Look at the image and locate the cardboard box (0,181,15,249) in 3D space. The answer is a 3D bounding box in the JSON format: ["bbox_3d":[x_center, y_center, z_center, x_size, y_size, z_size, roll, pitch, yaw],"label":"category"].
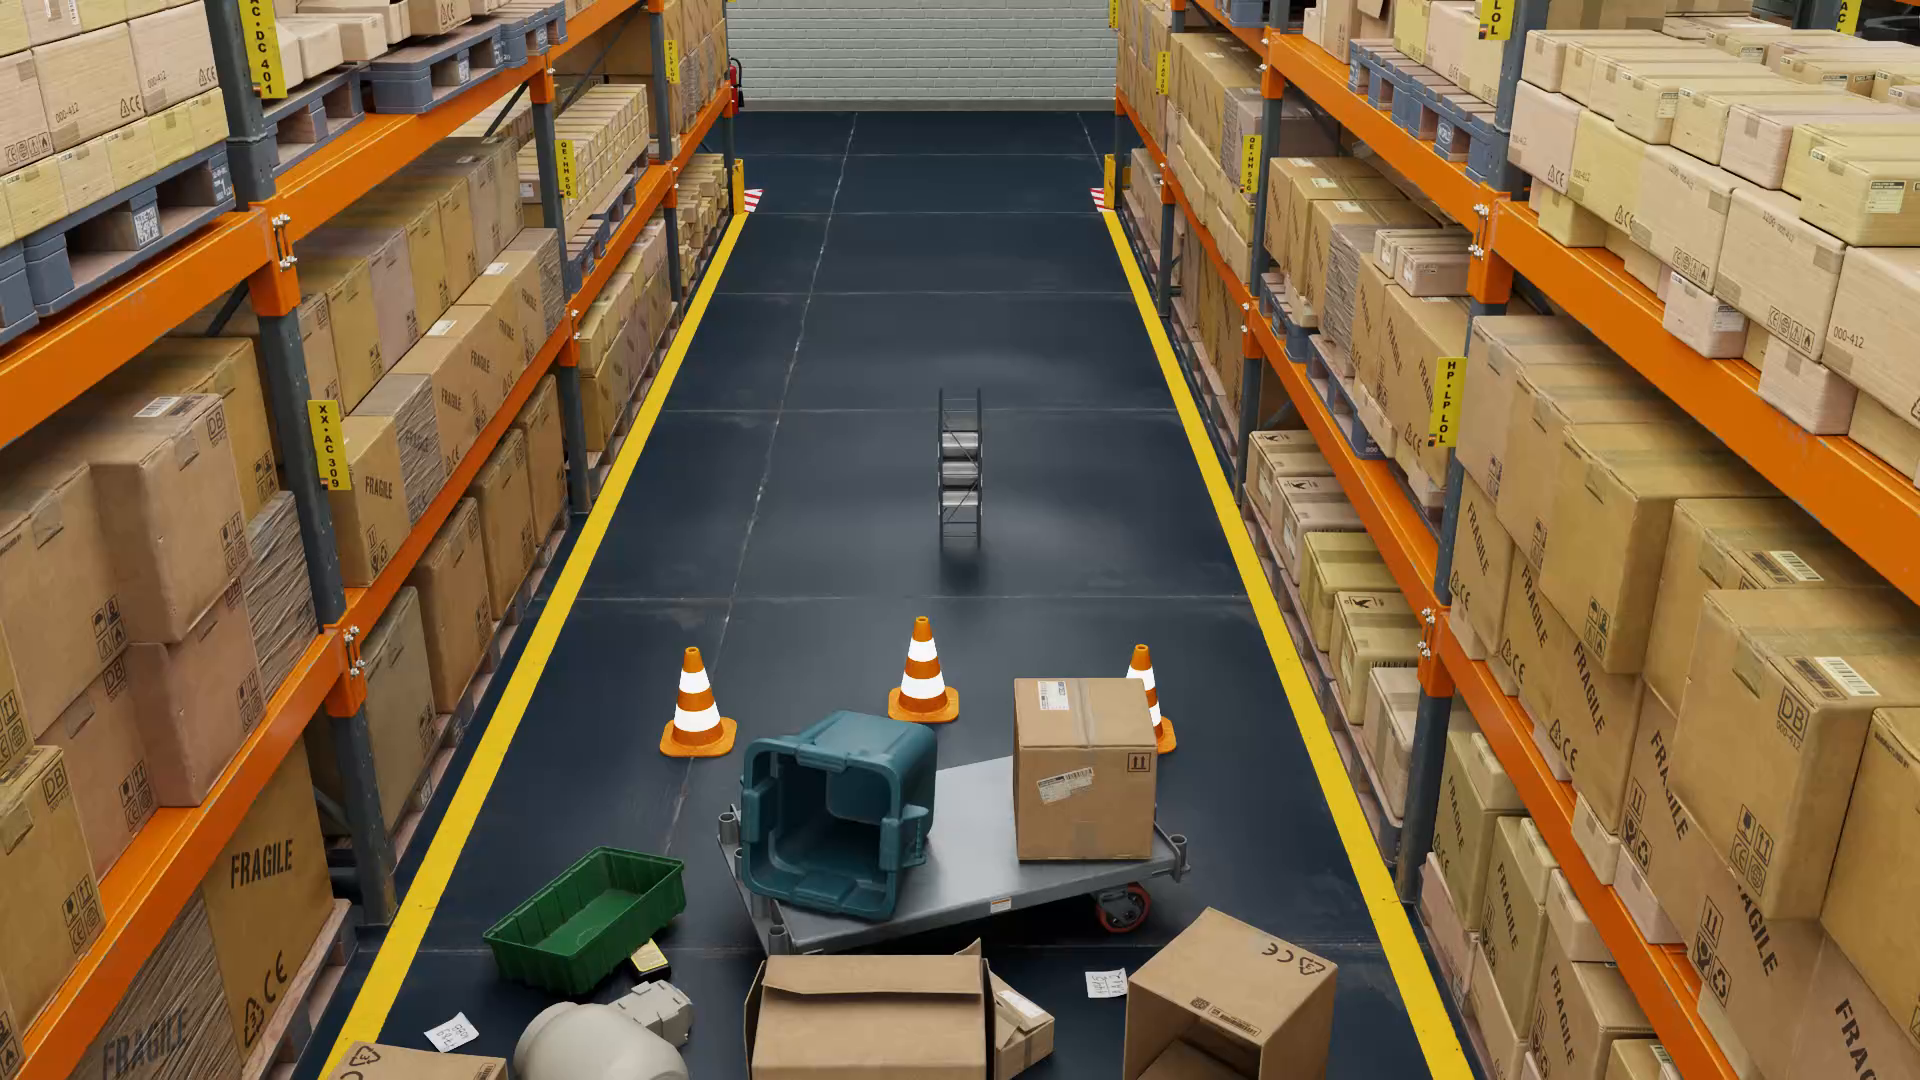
[{"bbox_3d":[-2.368,-0.704,3.700,0.380,0.149,0.250,0,24,-1],"label":"cardboard box"}]

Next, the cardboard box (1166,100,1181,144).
[{"bbox_3d":[1.877,-3.225,12.817,0.500,0.250,0.500,-1,24,-2],"label":"cardboard box"}]

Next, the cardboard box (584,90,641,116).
[{"bbox_3d":[-2.591,-3.257,12.385,0.380,0.149,0.250,-1,24,-2],"label":"cardboard box"}]

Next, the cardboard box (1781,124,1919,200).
[{"bbox_3d":[2.018,-0.796,3.567,0.380,0.149,0.250,0,24,0],"label":"cardboard box"}]

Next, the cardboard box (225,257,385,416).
[{"bbox_3d":[-2.726,-0.806,6.557,0.700,0.500,0.500,-1,24,-1],"label":"cardboard box"}]

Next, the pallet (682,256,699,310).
[{"bbox_3d":[-2.837,-2.191,14.337,1.003,0.211,1.213,0,24,-1],"label":"pallet"}]

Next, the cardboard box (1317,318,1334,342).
[{"bbox_3d":[2.005,-1.100,8.338,0.380,0.149,0.250,1,24,3],"label":"cardboard box"}]

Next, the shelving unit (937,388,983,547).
[{"bbox_3d":[0.000,-0.413,9.572,0.258,0.900,0.210,0,24,-1],"label":"shelving unit"}]

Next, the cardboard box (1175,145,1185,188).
[{"bbox_3d":[1.902,-2.784,12.448,0.500,0.250,0.500,-1,24,-2],"label":"cardboard box"}]

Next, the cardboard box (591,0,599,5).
[{"bbox_3d":[-2.514,-3.597,10.302,0.500,0.500,0.500,0,24,-1],"label":"cardboard box"}]

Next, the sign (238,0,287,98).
[{"bbox_3d":[-2.152,-1.529,5.128,0.100,0.325,0.005,0,24,-1],"label":"sign"}]

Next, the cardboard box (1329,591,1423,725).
[{"bbox_3d":[2.222,0.542,7.591,0.950,0.372,0.625,1,24,3],"label":"cardboard box"}]

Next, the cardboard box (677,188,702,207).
[{"bbox_3d":[-2.582,-3.135,15.269,0.380,0.149,0.250,0,24,0],"label":"cardboard box"}]

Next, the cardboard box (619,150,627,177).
[{"bbox_3d":[-2.577,-2.671,11.811,0.380,0.149,0.250,-1,24,-3],"label":"cardboard box"}]

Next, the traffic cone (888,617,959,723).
[{"bbox_3d":[-0.175,0.584,7.897,0.336,0.463,0.334,0,24,-1],"label":"traffic cone"}]

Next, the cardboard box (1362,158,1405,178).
[{"bbox_3d":[2.481,-1.787,9.068,0.500,0.500,0.500,-1,24,-2],"label":"cardboard box"}]

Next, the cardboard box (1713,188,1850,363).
[{"bbox_3d":[1.988,-0.576,3.565,0.500,0.250,0.500,0,24,0],"label":"cardboard box"}]

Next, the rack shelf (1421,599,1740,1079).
[{"bbox_3d":[2.263,1.200,4.330,1.077,0.370,4.000,0,24,-1],"label":"rack shelf"}]

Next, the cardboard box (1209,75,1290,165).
[{"bbox_3d":[1.918,-2.729,10.810,0.500,0.500,0.500,0,24,-1],"label":"cardboard box"}]

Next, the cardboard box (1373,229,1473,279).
[{"bbox_3d":[1.964,-1.206,6.997,0.380,0.149,0.250,-1,24,-3],"label":"cardboard box"}]

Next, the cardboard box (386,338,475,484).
[{"bbox_3d":[-2.453,-0.566,7.239,0.500,0.500,0.500,0,24,-1],"label":"cardboard box"}]

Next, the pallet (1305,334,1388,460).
[{"bbox_3d":[2.261,-0.697,7.884,1.003,0.211,1.213,0,24,-1],"label":"pallet"}]

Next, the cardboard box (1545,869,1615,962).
[{"bbox_3d":[1.933,1.091,4.827,0.380,0.149,0.250,1,24,2],"label":"cardboard box"}]

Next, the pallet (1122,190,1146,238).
[{"bbox_3d":[2.198,-3.297,16.784,1.003,0.211,1.213,0,24,-1],"label":"pallet"}]

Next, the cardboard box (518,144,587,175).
[{"bbox_3d":[-2.568,-2.396,10.482,0.380,0.149,0.250,-1,24,-3],"label":"cardboard box"}]

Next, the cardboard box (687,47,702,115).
[{"bbox_3d":[-2.530,-3.982,14.433,0.500,0.500,0.500,-1,24,-2],"label":"cardboard box"}]

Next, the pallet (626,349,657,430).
[{"bbox_3d":[-2.768,-1.089,11.902,1.003,0.211,1.213,0,24,-1],"label":"pallet"}]

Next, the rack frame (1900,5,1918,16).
[{"bbox_3d":[7.118,-3.272,13.345,1.000,3.000,0.127,0,24,-1],"label":"rack frame"}]

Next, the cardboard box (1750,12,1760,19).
[{"bbox_3d":[6.826,-4.523,15.022,0.500,0.500,0.500,0,24,1],"label":"cardboard box"}]

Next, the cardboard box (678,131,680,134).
[{"bbox_3d":[-2.600,-3.516,14.189,0.380,0.149,0.250,-1,24,-3],"label":"cardboard box"}]

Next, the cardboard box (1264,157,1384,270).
[{"bbox_3d":[1.972,-1.786,9.067,0.500,0.500,0.500,-1,24,-2],"label":"cardboard box"}]

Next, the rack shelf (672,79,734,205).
[{"bbox_3d":[-2.816,-3.681,15.121,1.077,0.370,4.000,0,24,-1],"label":"rack shelf"}]

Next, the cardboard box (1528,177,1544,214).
[{"bbox_3d":[1.997,-1.073,5.148,0.380,0.149,0.250,-1,24,-1],"label":"cardboard box"}]

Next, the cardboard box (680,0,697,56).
[{"bbox_3d":[-2.551,-4.429,14.208,0.500,0.500,0.500,0,24,0],"label":"cardboard box"}]

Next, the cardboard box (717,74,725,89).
[{"bbox_3d":[-2.552,-4.585,16.553,0.380,0.149,0.250,0,24,0],"label":"cardboard box"}]

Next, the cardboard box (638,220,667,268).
[{"bbox_3d":[-2.533,-2.273,12.749,0.500,0.250,0.500,-1,24,-2],"label":"cardboard box"}]

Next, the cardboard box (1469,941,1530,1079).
[{"bbox_3d":[1.995,1.574,5.457,0.500,0.250,0.500,1,24,2],"label":"cardboard box"}]

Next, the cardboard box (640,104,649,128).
[{"bbox_3d":[-2.592,-3.234,12.694,0.380,0.149,0.250,0,24,1],"label":"cardboard box"}]

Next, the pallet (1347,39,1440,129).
[{"bbox_3d":[2.327,-1.915,6.933,1.213,0.211,1.003,0,24,-1],"label":"pallet"}]

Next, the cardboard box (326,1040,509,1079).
[{"bbox_3d":[-1.664,1.885,4.973,0.500,0.500,0.500,4,25,9],"label":"cardboard box"}]

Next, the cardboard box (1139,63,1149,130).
[{"bbox_3d":[1.862,-3.903,14.618,0.500,0.500,0.500,-1,24,-1],"label":"cardboard box"}]

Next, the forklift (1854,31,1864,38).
[{"bbox_3d":[5.111,-1.106,8.715,1.129,2.867,3.031,-14,28,-28],"label":"forklift"}]

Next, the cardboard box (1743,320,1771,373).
[{"bbox_3d":[2.016,-0.438,3.743,0.380,0.149,0.250,0,24,0],"label":"cardboard box"}]

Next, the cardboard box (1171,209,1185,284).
[{"bbox_3d":[2.255,-2.532,14.307,0.875,0.438,0.875,-1,24,-1],"label":"cardboard box"}]

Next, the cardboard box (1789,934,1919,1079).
[{"bbox_3d":[2.003,1.087,3.225,0.500,0.500,0.500,0,24,0],"label":"cardboard box"}]

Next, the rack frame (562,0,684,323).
[{"bbox_3d":[-2.794,-3.184,13.151,1.000,3.000,0.127,0,24,-1],"label":"rack frame"}]

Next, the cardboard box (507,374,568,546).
[{"bbox_3d":[-2.834,-0.451,9.328,1.050,0.750,0.750,-1,24,-1],"label":"cardboard box"}]

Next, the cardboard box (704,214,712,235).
[{"bbox_3d":[-2.539,-2.975,15.638,0.380,0.149,0.250,0,24,0],"label":"cardboard box"}]

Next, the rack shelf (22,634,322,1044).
[{"bbox_3d":[-2.685,1.142,4.133,0.919,0.052,3.809,0,24,-1],"label":"rack shelf"}]

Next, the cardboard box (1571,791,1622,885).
[{"bbox_3d":[1.929,0.821,4.600,0.380,0.149,0.250,0,24,0],"label":"cardboard box"}]

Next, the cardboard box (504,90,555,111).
[{"bbox_3d":[-3.241,-3.253,12.376,0.380,0.149,0.250,0,24,1],"label":"cardboard box"}]

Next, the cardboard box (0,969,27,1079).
[{"bbox_3d":[-2.621,1.081,3.537,0.875,0.550,0.550,0,24,-1],"label":"cardboard box"}]

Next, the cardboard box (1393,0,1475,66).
[{"bbox_3d":[2.085,-2.100,6.786,0.500,0.250,0.500,0,24,0],"label":"cardboard box"}]

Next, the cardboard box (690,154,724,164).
[{"bbox_3d":[-2.579,-3.779,16.694,0.380,0.149,0.250,0,24,0],"label":"cardboard box"}]

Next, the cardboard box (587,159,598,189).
[{"bbox_3d":[-2.571,-2.377,10.800,0.380,0.149,0.250,0,24,0],"label":"cardboard box"}]

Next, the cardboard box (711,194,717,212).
[{"bbox_3d":[-2.521,-3.217,15.812,0.380,0.149,0.250,0,24,0],"label":"cardboard box"}]

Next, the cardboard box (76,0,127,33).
[{"bbox_3d":[-2.379,-1.384,4.235,0.380,0.149,0.250,0,24,-1],"label":"cardboard box"}]

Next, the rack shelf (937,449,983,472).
[{"bbox_3d":[0.000,-0.465,9.549,0.258,0.077,0.200,0,24,-1],"label":"rack shelf"}]

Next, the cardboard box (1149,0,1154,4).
[{"bbox_3d":[1.864,-4.799,14.599,0.380,0.149,0.250,0,24,-1],"label":"cardboard box"}]
